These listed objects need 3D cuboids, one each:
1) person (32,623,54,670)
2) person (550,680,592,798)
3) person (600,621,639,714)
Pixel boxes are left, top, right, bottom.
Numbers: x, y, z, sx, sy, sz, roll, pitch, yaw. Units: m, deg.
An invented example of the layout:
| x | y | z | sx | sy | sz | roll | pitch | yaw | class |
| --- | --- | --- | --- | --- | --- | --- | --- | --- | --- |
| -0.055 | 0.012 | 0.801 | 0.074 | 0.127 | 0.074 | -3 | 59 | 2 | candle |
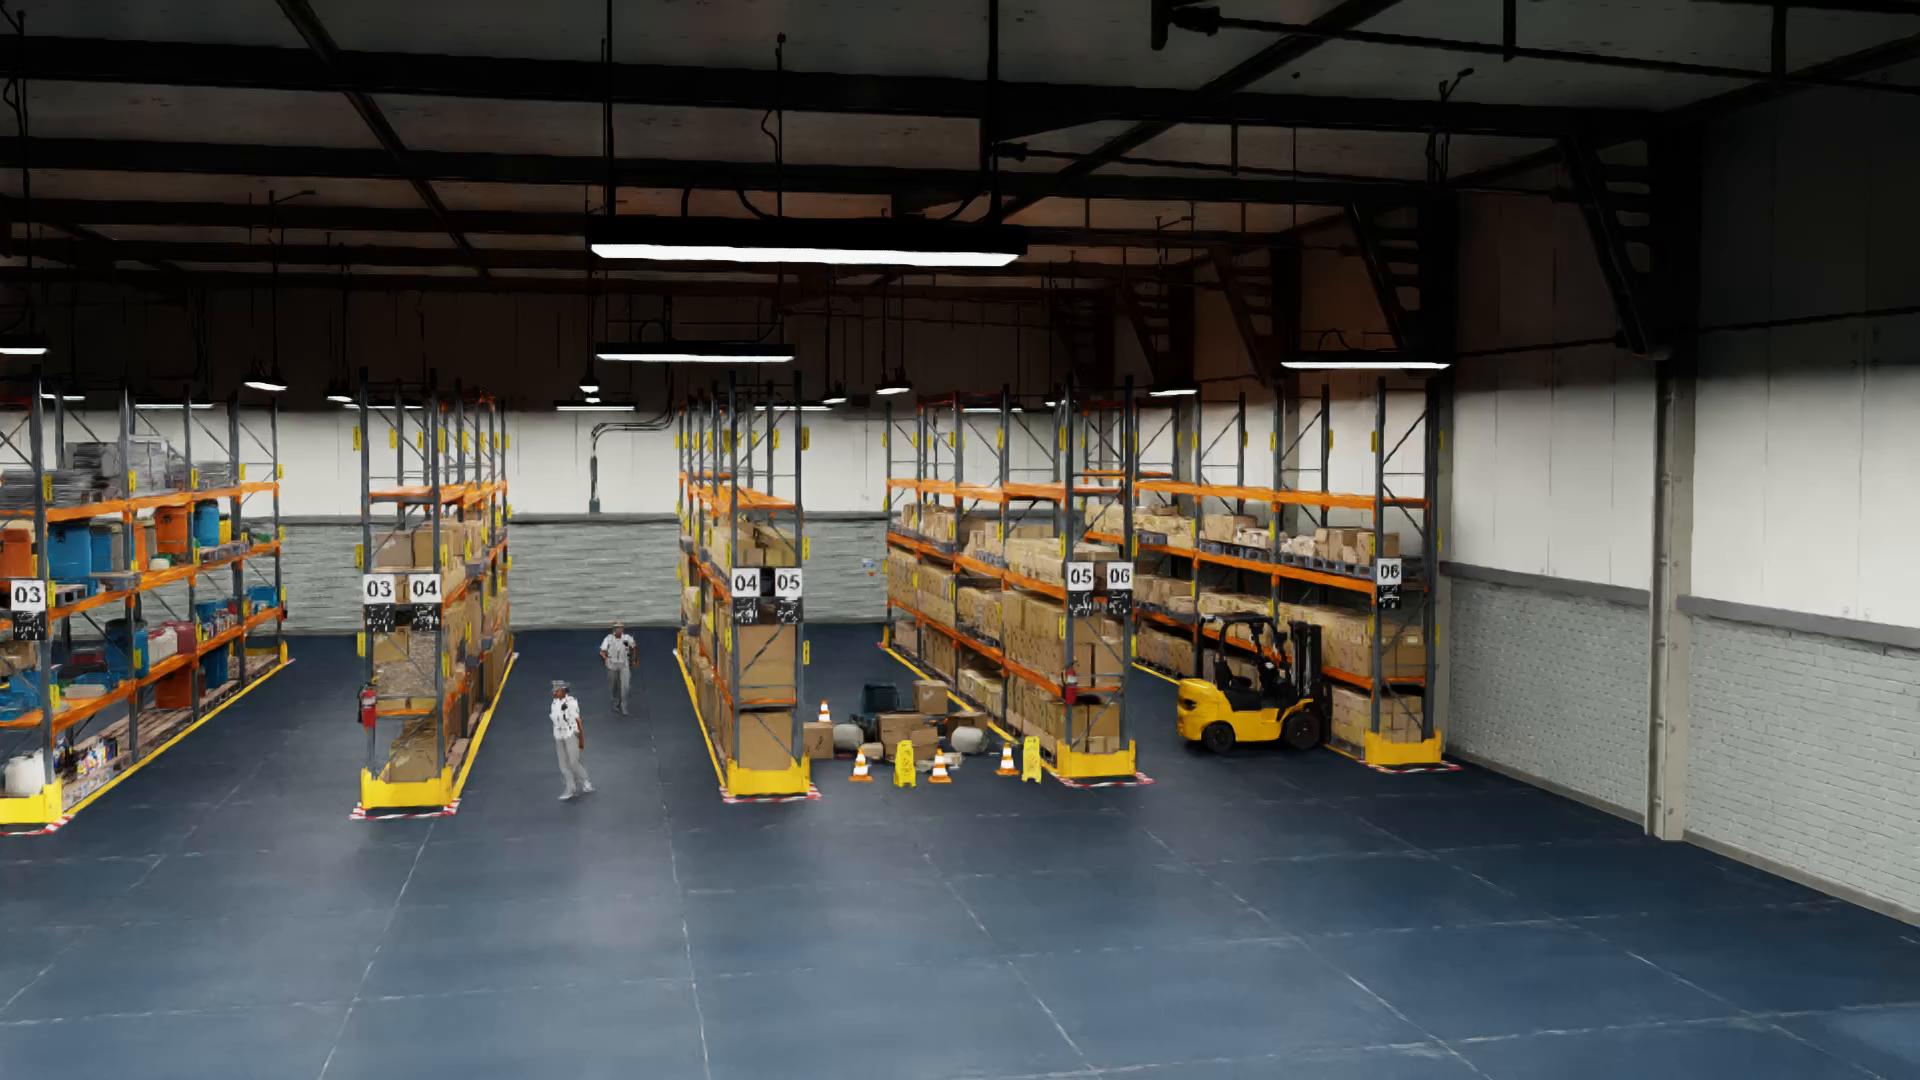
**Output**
| x | y | z | sx | sy | sz | roll | pitch | yaw | class |
| --- | --- | --- | --- | --- | --- | --- | --- | --- | --- |
| -18.783 | 2.128 | 34.075 | 0.391 | 1.671 | 0.630 | -1 | 4 | -20 | person |
| -5.470 | 2.781 | 23.382 | 0.524 | 1.669 | 0.518 | 2 | 4 | 26 | person |
| -6.298 | 2.323 | 30.714 | 0.692 | 1.716 | 0.835 | 0 | 3 | -7 | person |
